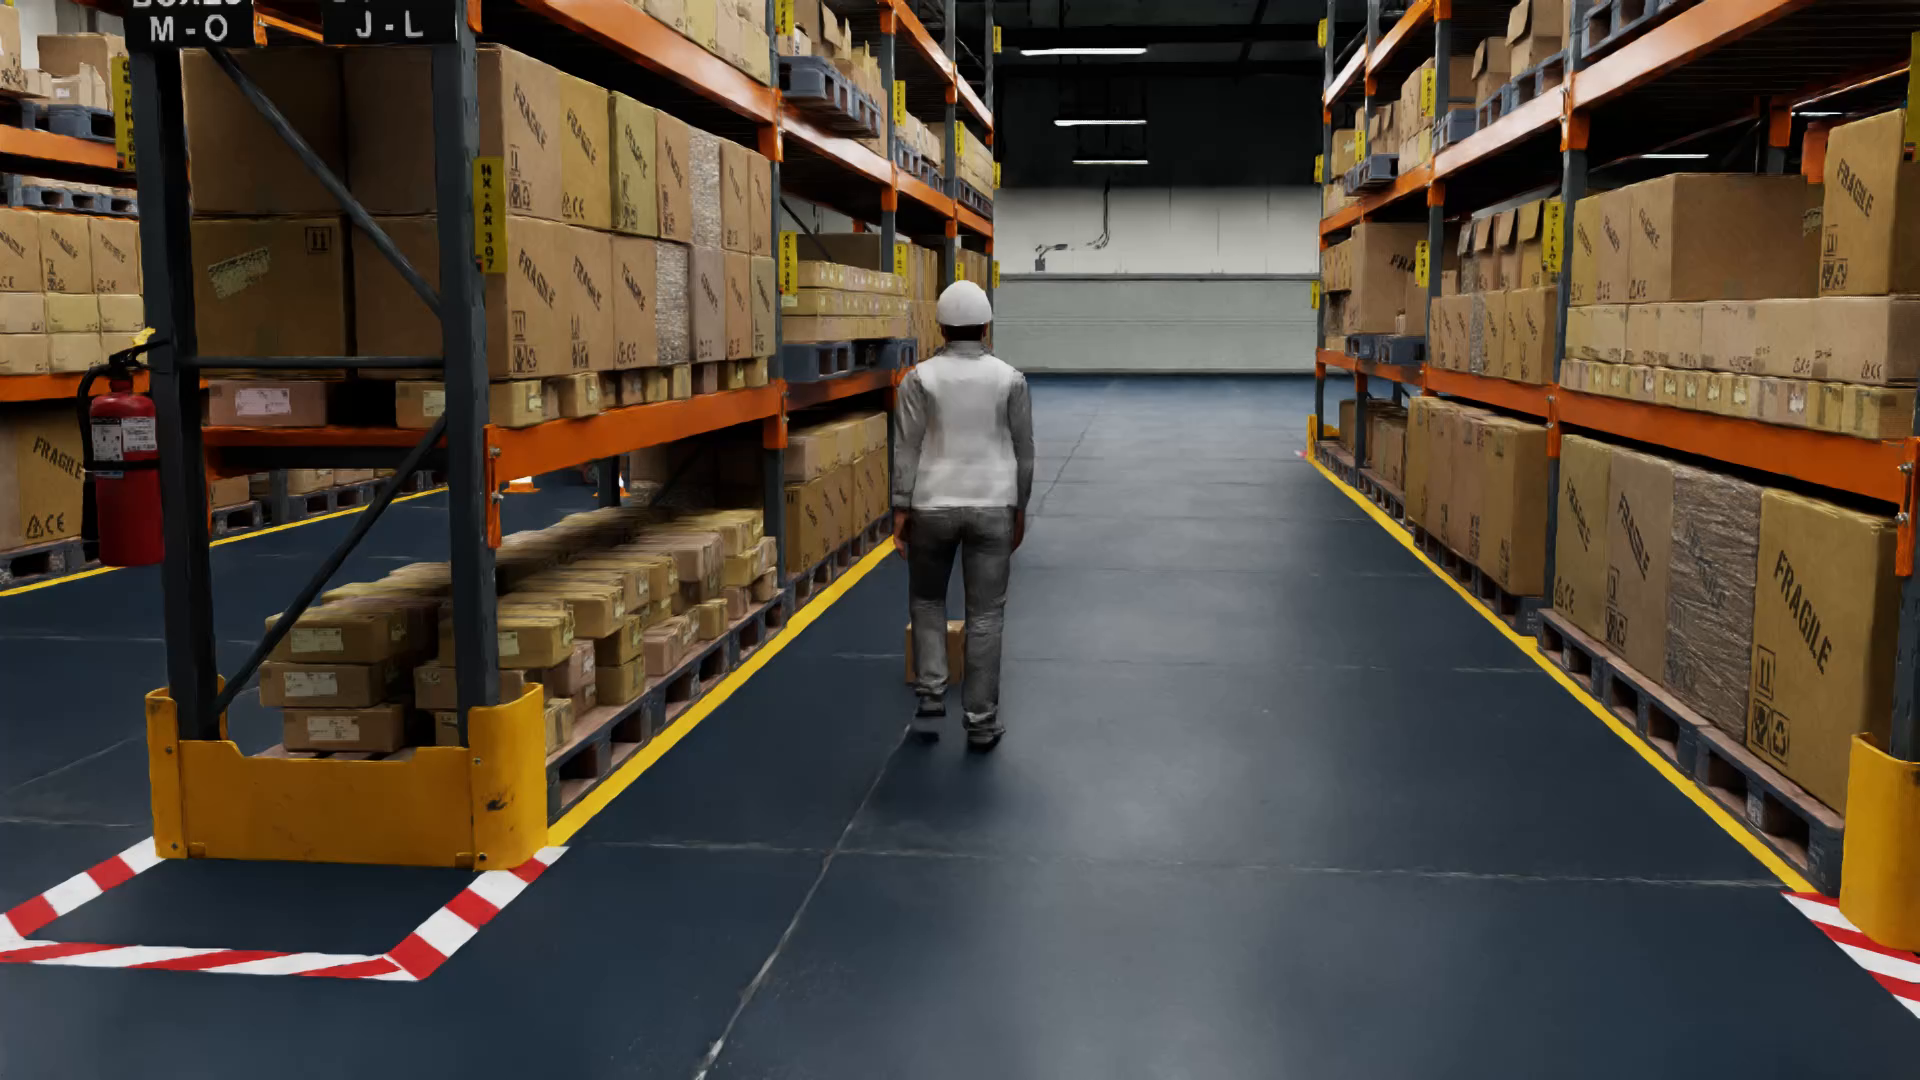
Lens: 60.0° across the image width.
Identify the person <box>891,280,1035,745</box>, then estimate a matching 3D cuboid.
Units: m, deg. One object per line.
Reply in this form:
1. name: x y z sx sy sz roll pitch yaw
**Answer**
1. person: 0.015 -0.118 6.452 0.552 1.764 0.521 0 8 0
